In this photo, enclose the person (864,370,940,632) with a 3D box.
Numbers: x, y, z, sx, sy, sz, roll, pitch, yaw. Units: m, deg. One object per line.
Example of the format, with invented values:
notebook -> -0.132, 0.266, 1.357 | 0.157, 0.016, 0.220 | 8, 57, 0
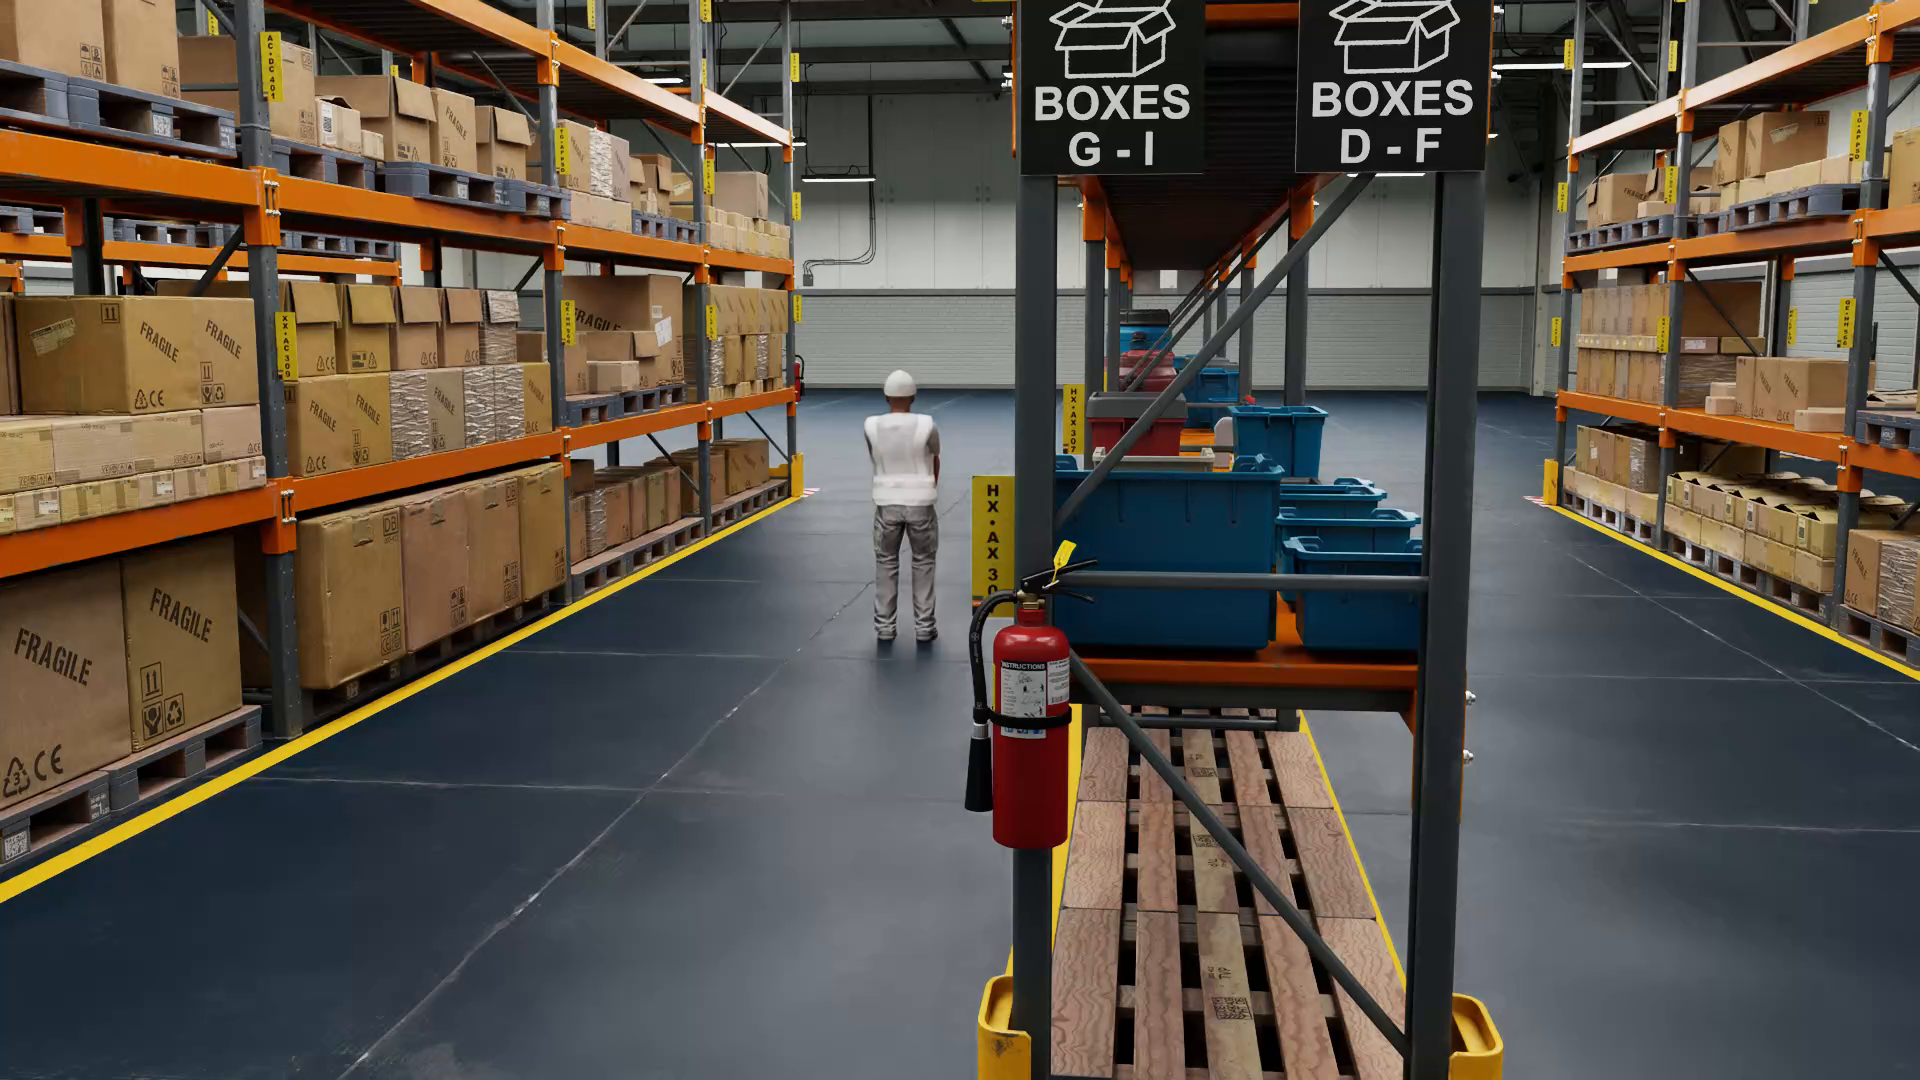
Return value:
person -> -0.363, -0.269, 11.043 | 0.488, 1.720, 0.569 | 1, 8, 7
